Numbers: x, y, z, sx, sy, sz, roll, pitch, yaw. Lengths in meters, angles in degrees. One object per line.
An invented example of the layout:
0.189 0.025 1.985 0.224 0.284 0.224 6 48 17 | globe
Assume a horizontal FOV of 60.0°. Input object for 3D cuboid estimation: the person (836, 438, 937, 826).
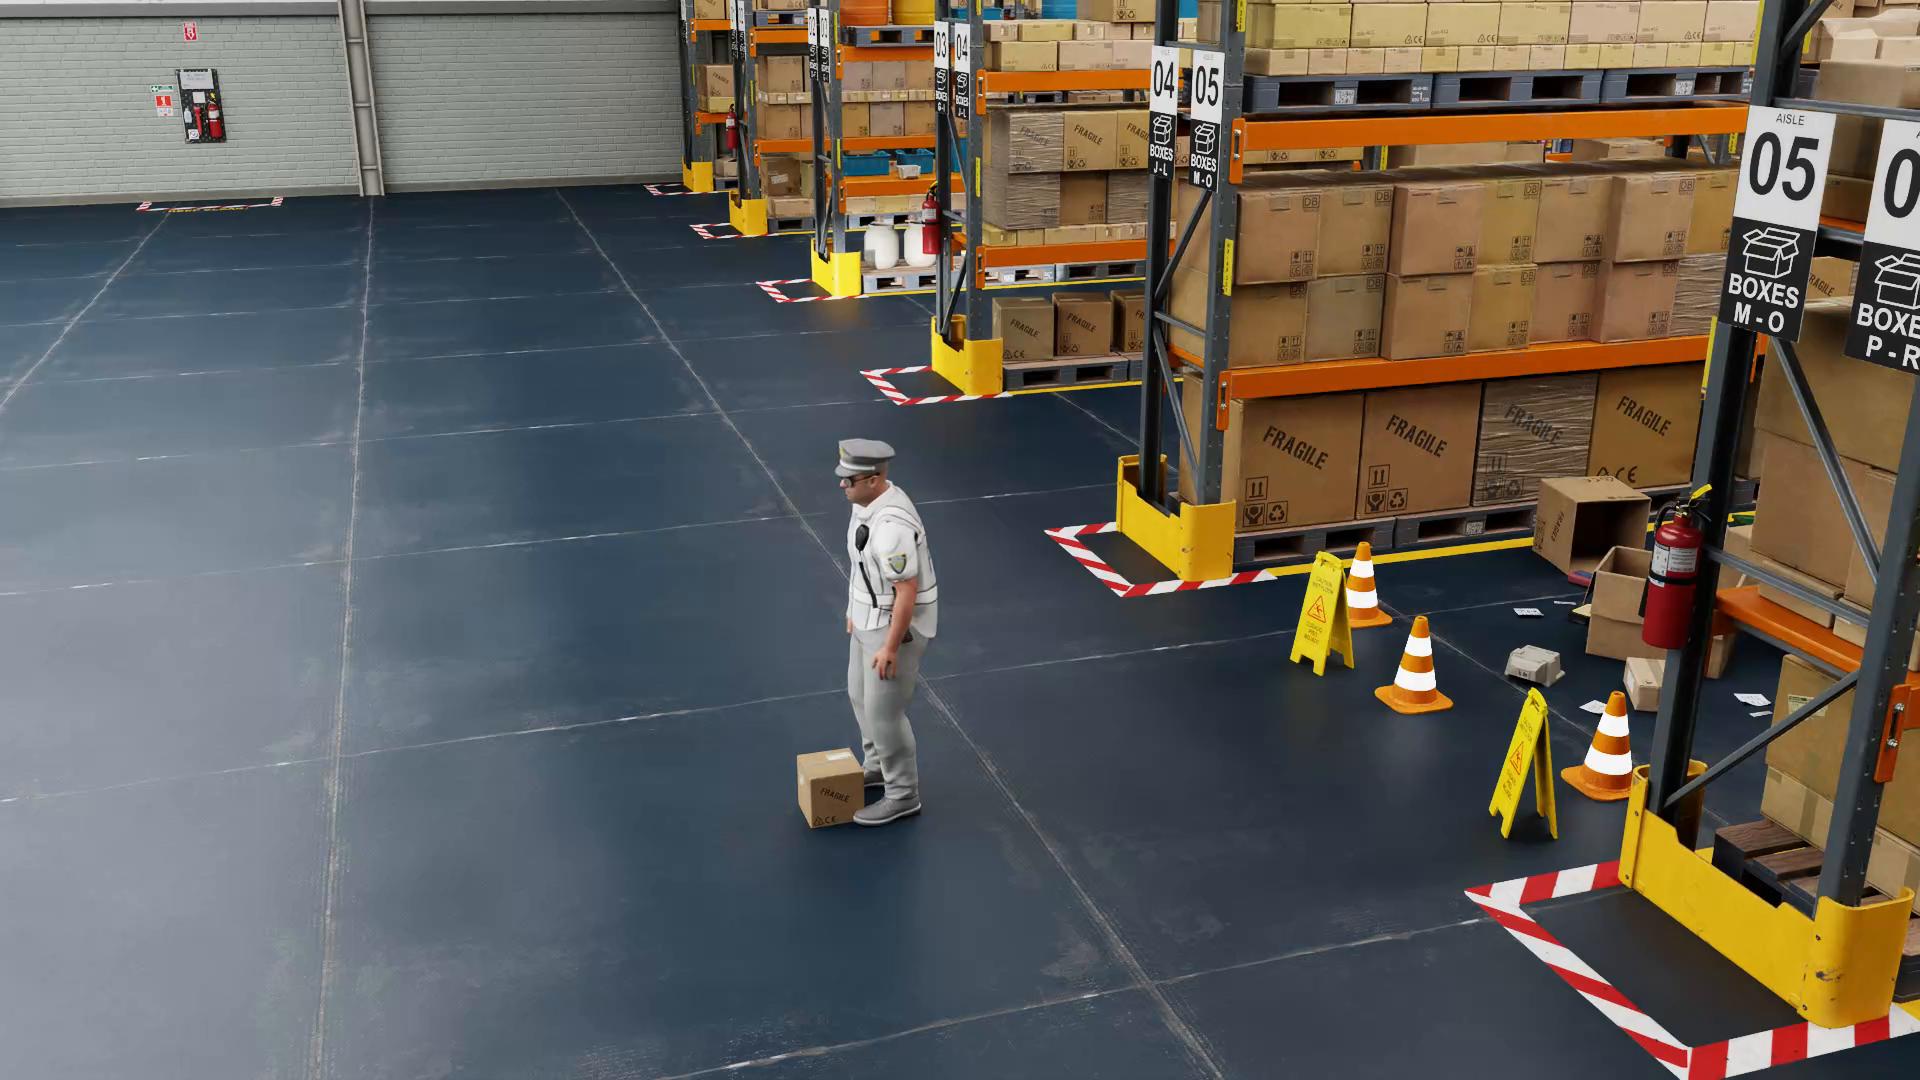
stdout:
-0.335 0.389 7.428 0.434 1.749 0.585 -6 20 -17 | person
